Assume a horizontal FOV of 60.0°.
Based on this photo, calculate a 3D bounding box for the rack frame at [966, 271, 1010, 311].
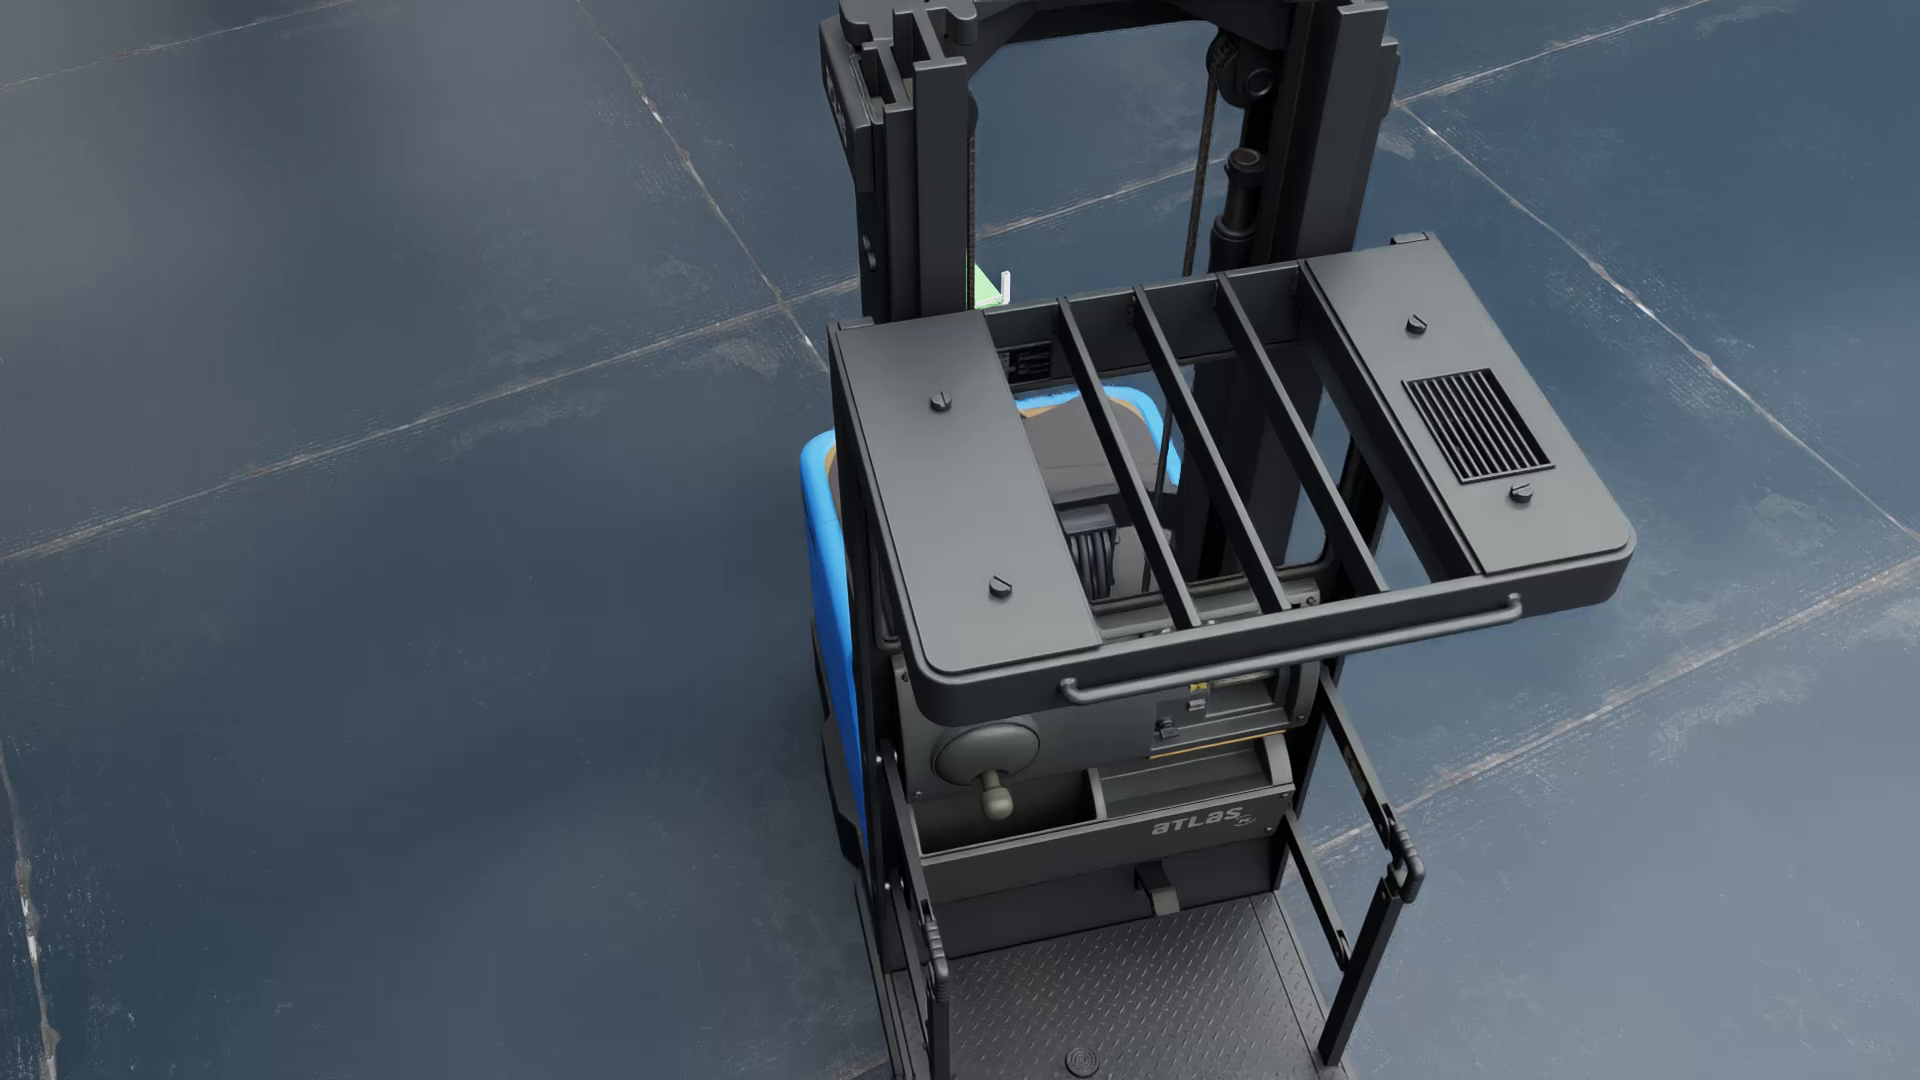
[{"bbox_3d":[0.036,-0.342,5.252,0.240,1.200,0.015,-21,52,-18],"label":"rack frame"}]

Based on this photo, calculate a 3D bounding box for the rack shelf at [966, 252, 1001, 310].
[{"bbox_3d":[-0.076,-0.780,5.082,0.258,0.148,0.480,-21,52,-18],"label":"rack shelf"}]

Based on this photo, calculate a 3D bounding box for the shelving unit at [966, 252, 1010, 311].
[{"bbox_3d":[-0.076,-0.506,5.395,0.258,1.200,0.503,-21,52,-18],"label":"shelving unit"}]

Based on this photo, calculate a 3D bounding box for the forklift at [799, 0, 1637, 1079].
[{"bbox_3d":[0.375,0.448,3.411,1.130,2.935,3.031,-10,50,-9],"label":"forklift"}]
